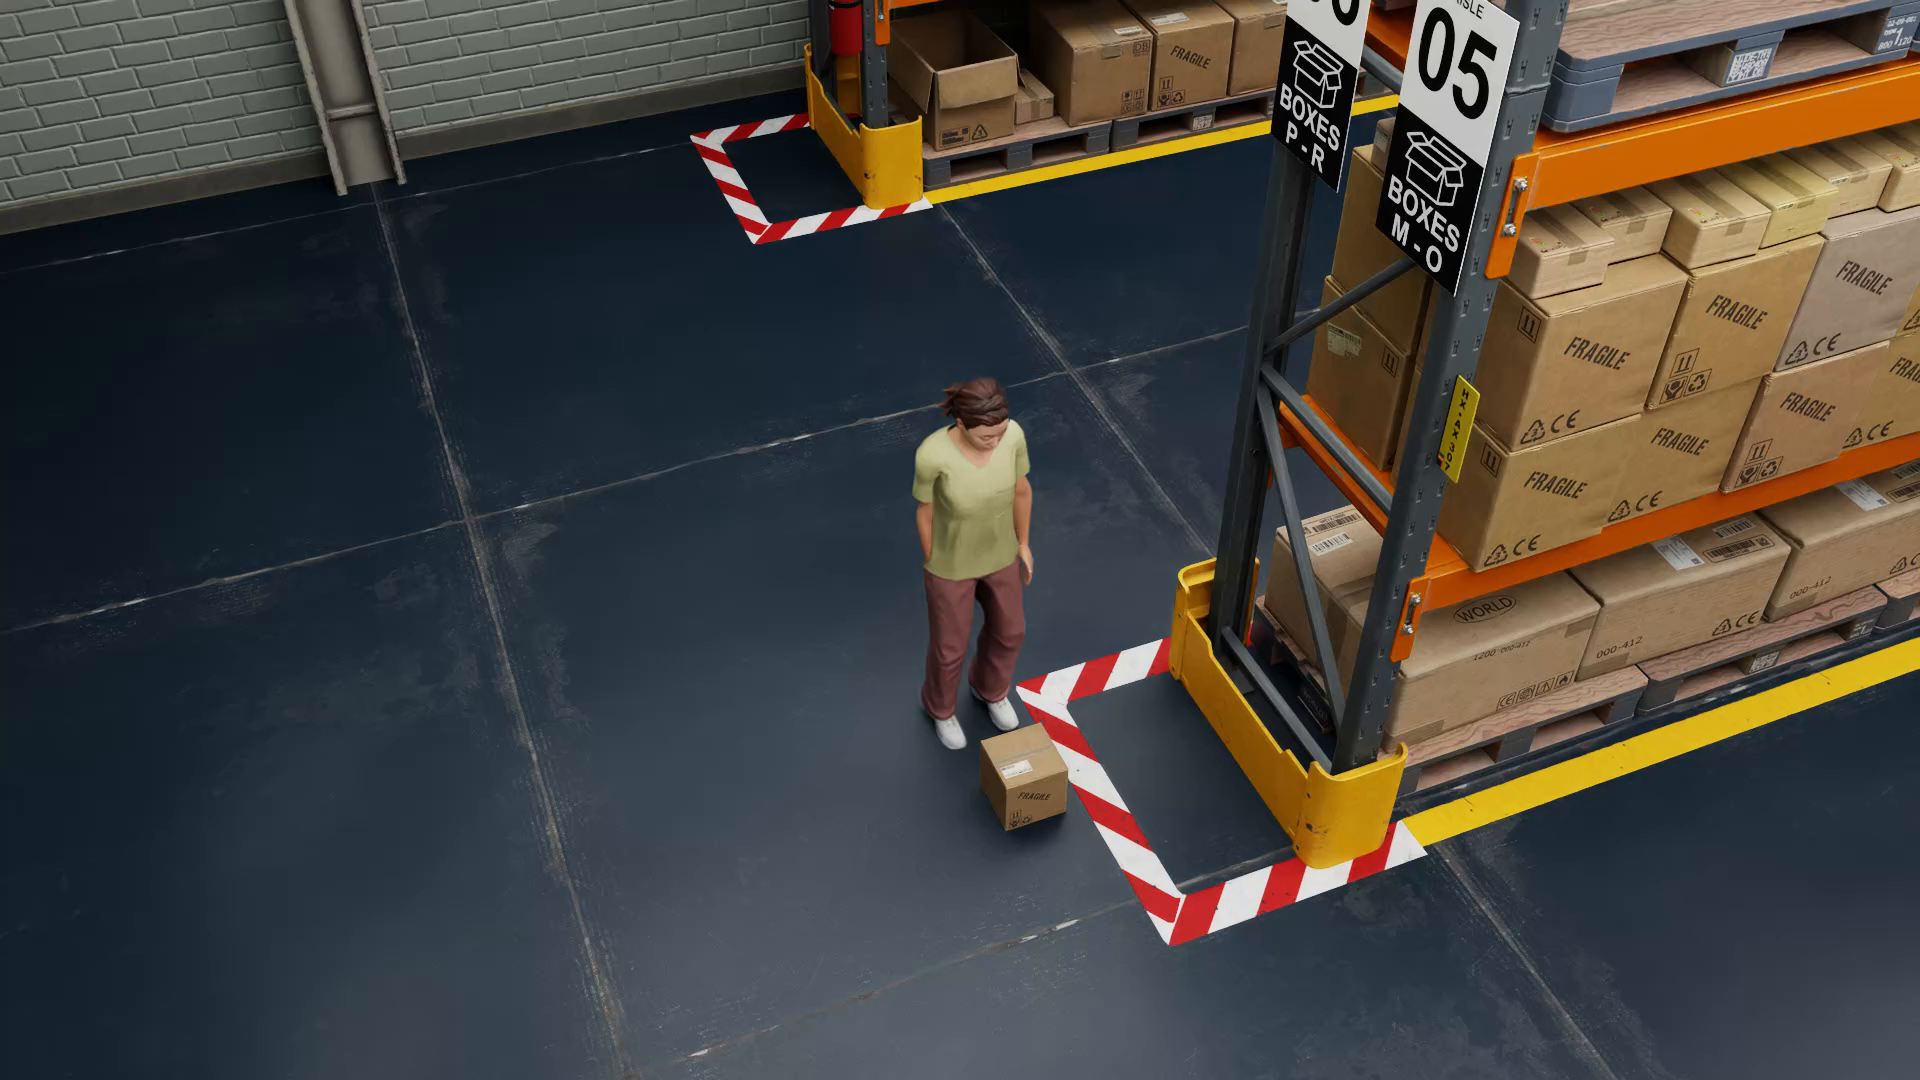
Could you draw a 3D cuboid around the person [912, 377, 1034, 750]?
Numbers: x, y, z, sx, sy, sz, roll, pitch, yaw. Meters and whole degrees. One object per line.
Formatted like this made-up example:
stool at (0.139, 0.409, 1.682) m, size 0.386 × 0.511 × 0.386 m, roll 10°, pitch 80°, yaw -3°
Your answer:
person at (0.056, 0.067, 6.100) m, size 0.452 × 1.668 × 0.358 m, roll -17°, pitch 45°, yaw -18°
